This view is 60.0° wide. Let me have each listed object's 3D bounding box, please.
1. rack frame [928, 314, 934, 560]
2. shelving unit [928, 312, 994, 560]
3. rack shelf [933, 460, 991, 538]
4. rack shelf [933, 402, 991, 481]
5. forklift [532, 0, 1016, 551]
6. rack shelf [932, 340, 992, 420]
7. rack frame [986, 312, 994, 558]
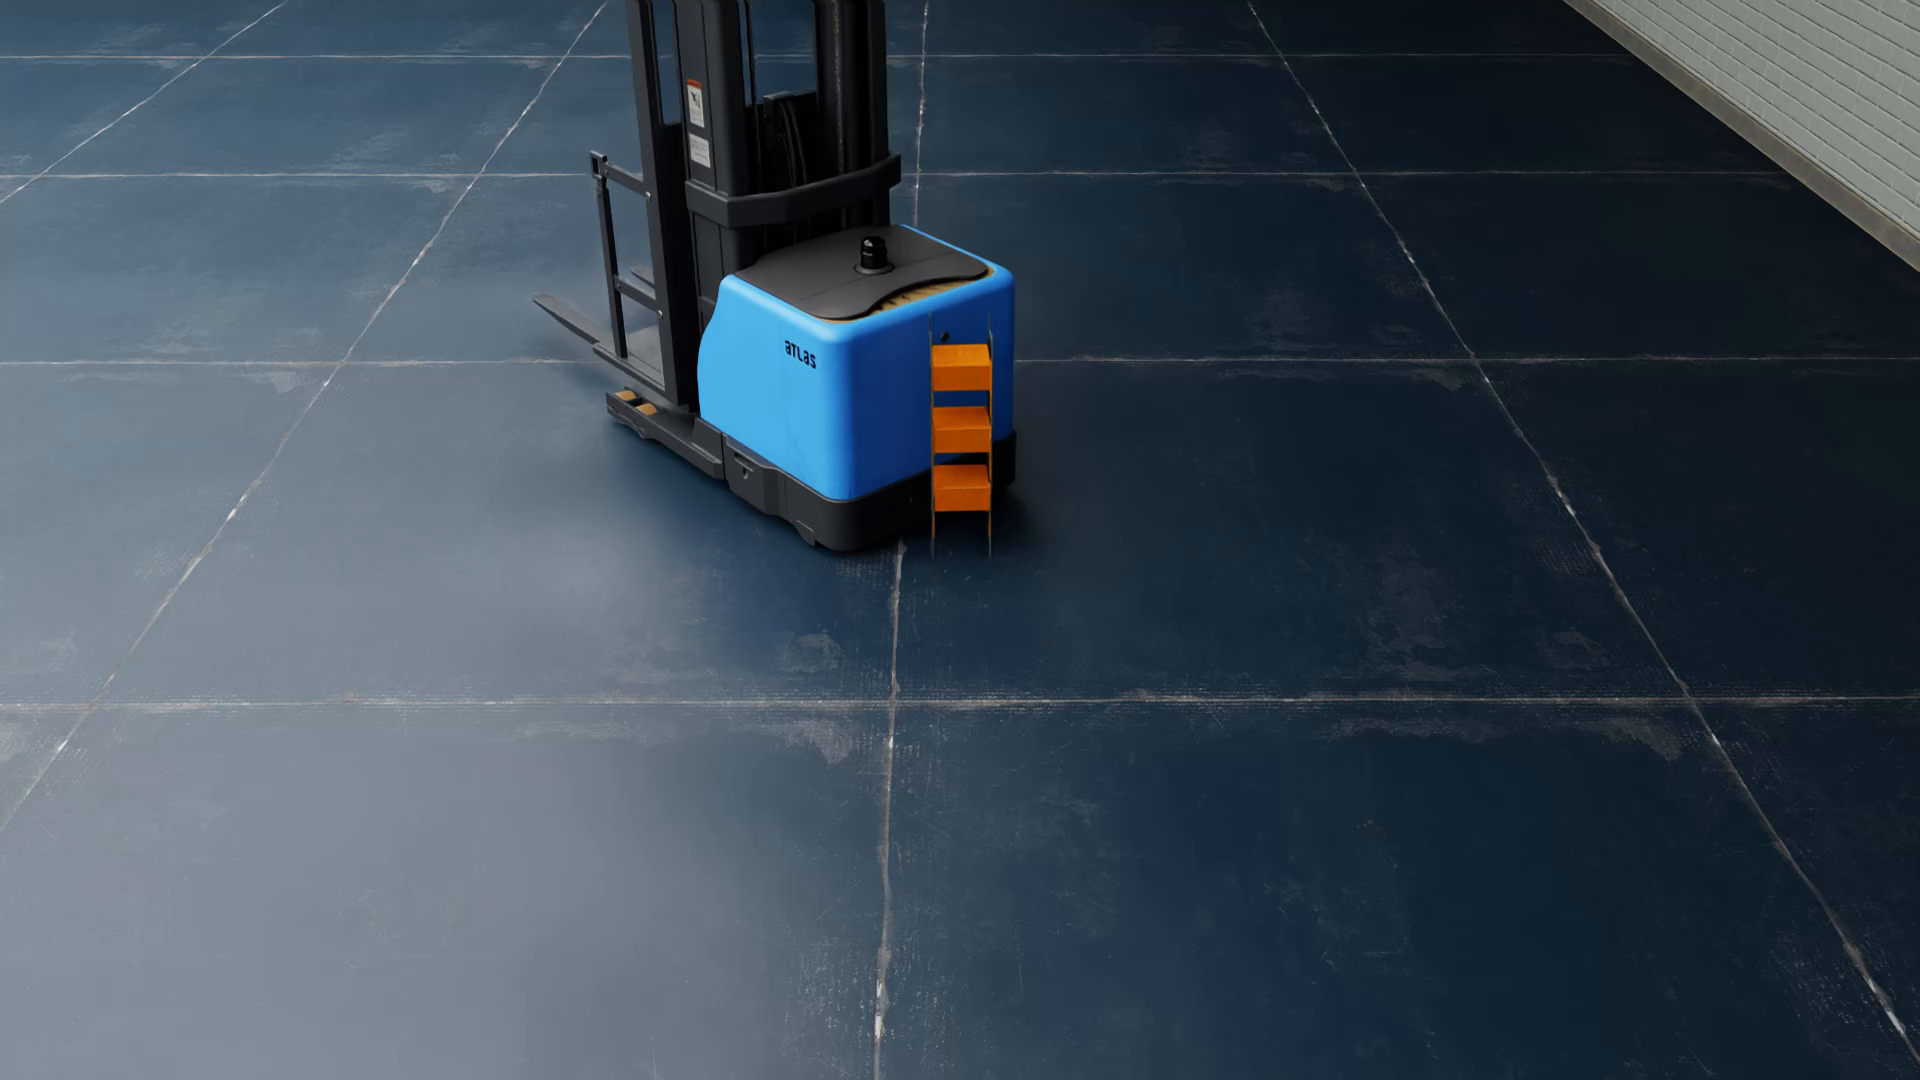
[{"bbox_3d":[-0.119,-0.417,6.925,0.008,1.050,0.200,-2,31,-3],"label":"rack frame"},{"bbox_3d":[0.003,-0.420,6.931,0.252,1.050,0.215,-2,31,-3],"label":"shelving unit"},{"bbox_3d":[0.003,-0.174,7.080,0.240,0.259,0.215,-2,31,-3],"label":"rack shelf"},{"bbox_3d":[0.003,-0.411,6.936,0.240,0.259,0.215,-2,31,-3],"label":"rack shelf"},{"bbox_3d":[-1.084,-1.896,7.550,1.130,2.935,3.031,-24,39,-34],"label":"forklift"},{"bbox_3d":[0.003,-0.654,6.789,0.240,0.259,0.215,-2,31,-3],"label":"rack shelf"},{"bbox_3d":[0.125,-0.424,6.936,0.008,1.050,0.200,-2,31,-3],"label":"rack frame"}]
